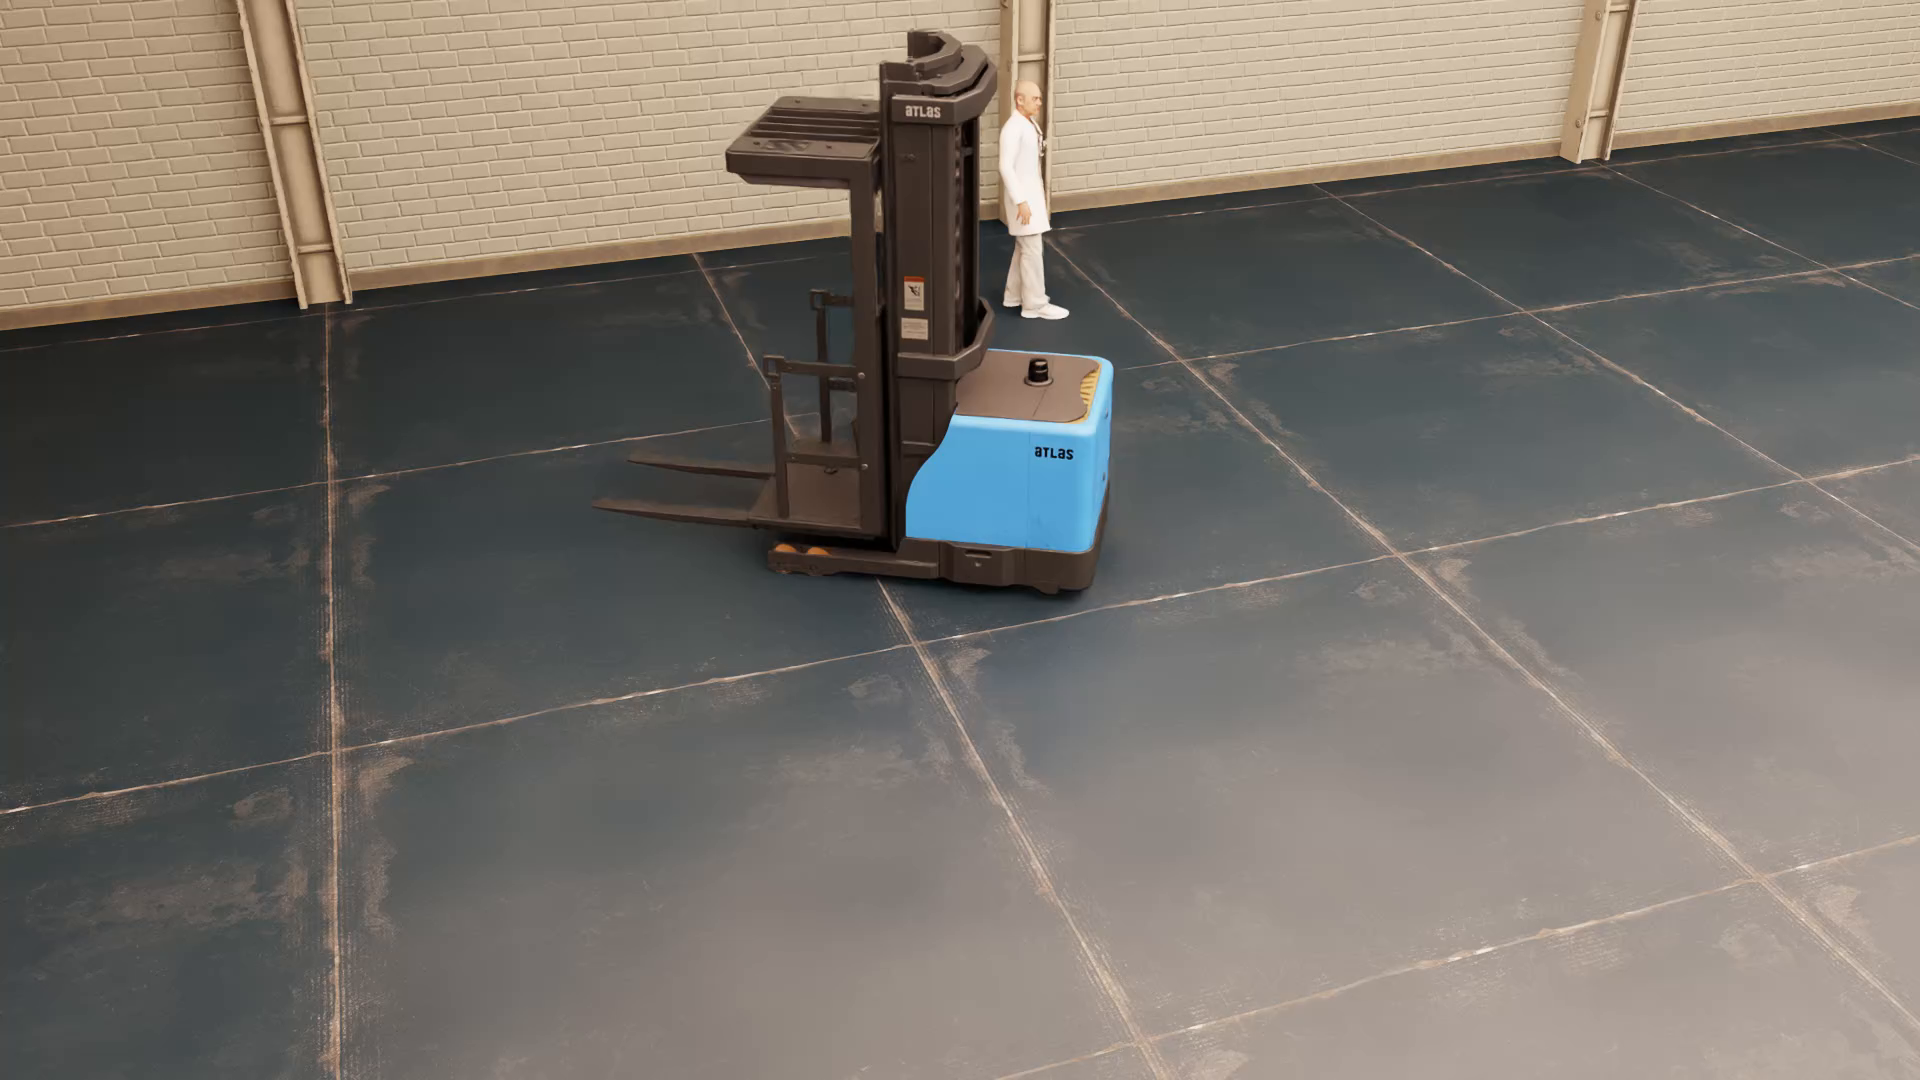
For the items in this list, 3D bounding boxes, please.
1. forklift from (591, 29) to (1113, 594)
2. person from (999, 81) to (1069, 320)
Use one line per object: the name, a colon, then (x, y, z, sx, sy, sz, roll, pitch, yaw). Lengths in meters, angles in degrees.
forklift: (-0.660, -1.310, 9.364, 3.031, 2.935, 1.130, 5, 30, 9)
person: (0.594, -2.619, 12.797, 0.561, 1.777, 0.749, 3, 30, 5)
